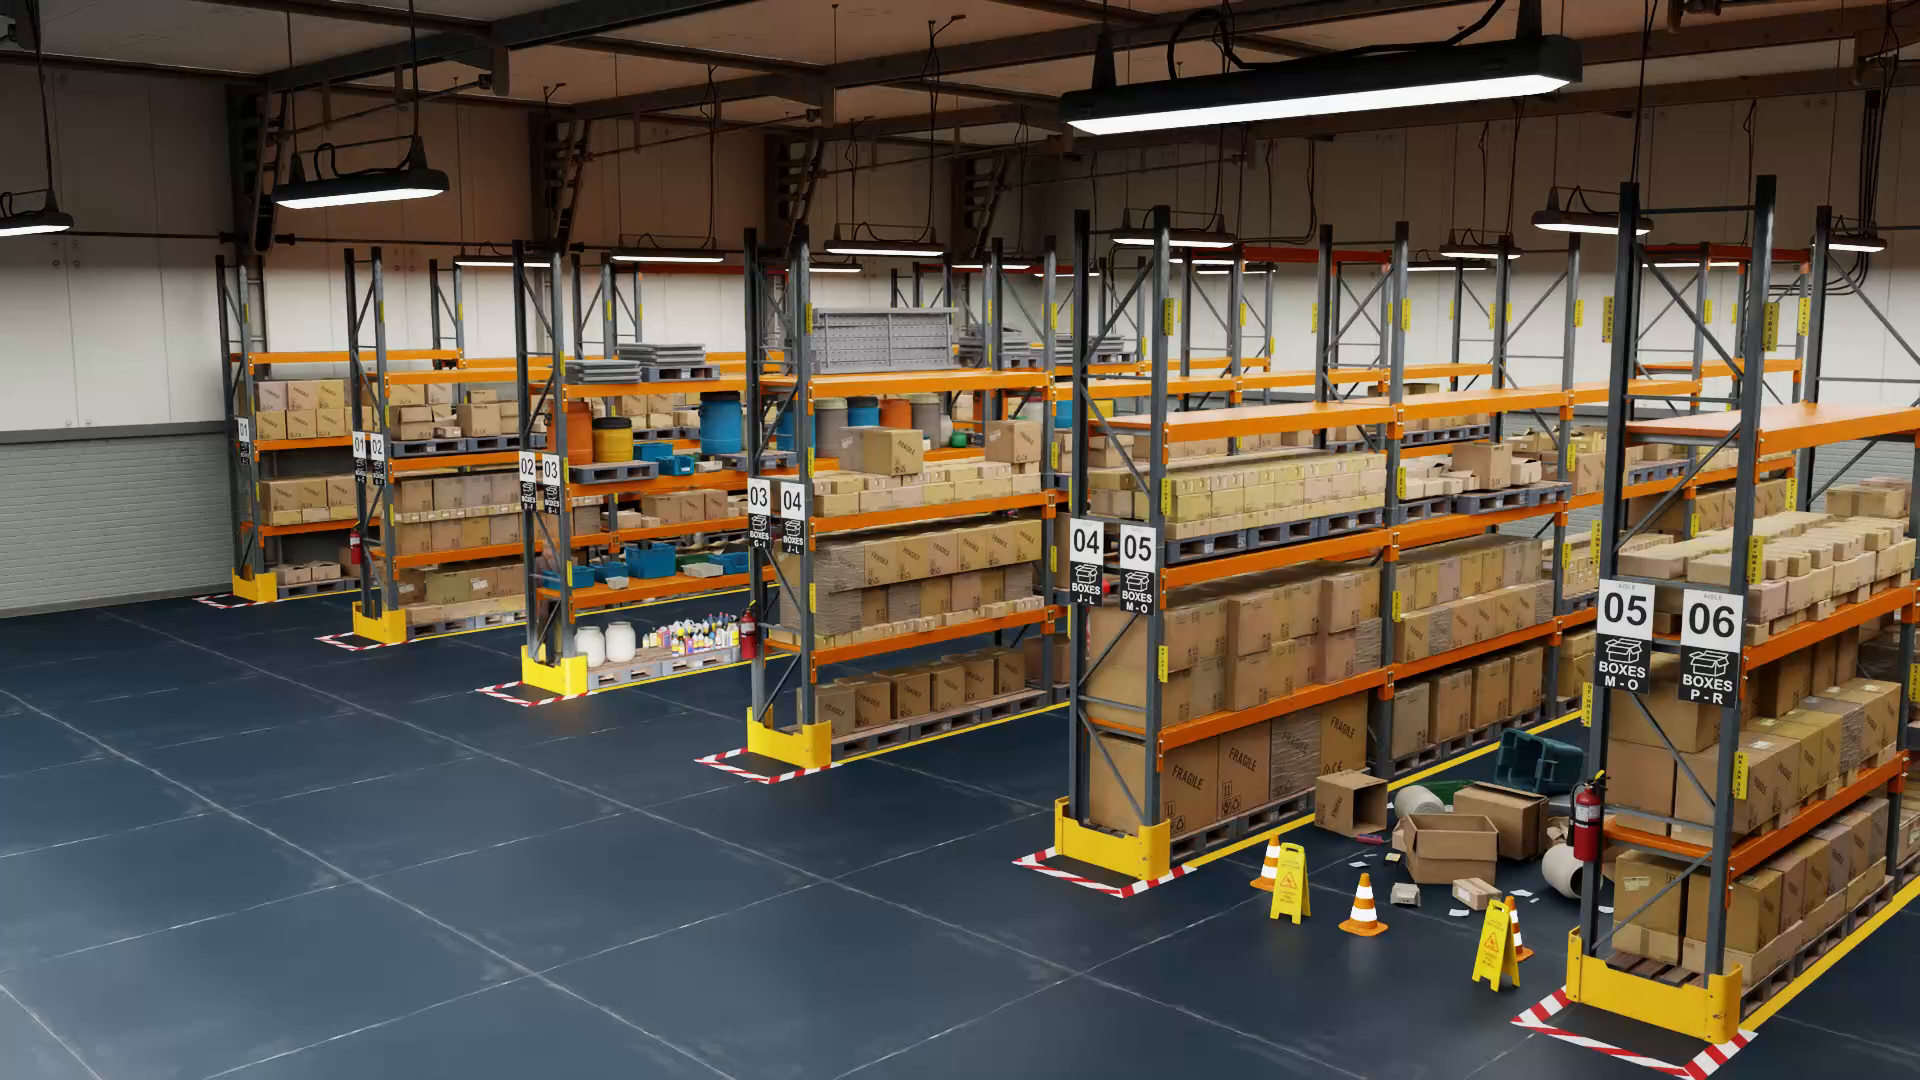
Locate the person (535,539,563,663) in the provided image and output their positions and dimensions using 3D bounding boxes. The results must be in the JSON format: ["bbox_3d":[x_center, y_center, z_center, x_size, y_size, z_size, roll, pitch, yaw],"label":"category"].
[{"bbox_3d":[-5.936,0.874,24.082,0.602,1.799,0.467,-7,11,-40],"label":"person"}]

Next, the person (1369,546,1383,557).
[{"bbox_3d":[6.099,0.871,24.386,0.504,1.727,0.524,7,11,42],"label":"person"}]

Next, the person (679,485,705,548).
[{"bbox_3d":[-5.184,-0.242,32.009,0.554,1.790,0.609,-1,8,-6],"label":"person"}]

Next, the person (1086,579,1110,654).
[{"bbox_3d":[1.711,1.372,20.527,0.383,1.792,0.582,2,8,15],"label":"person"}]
